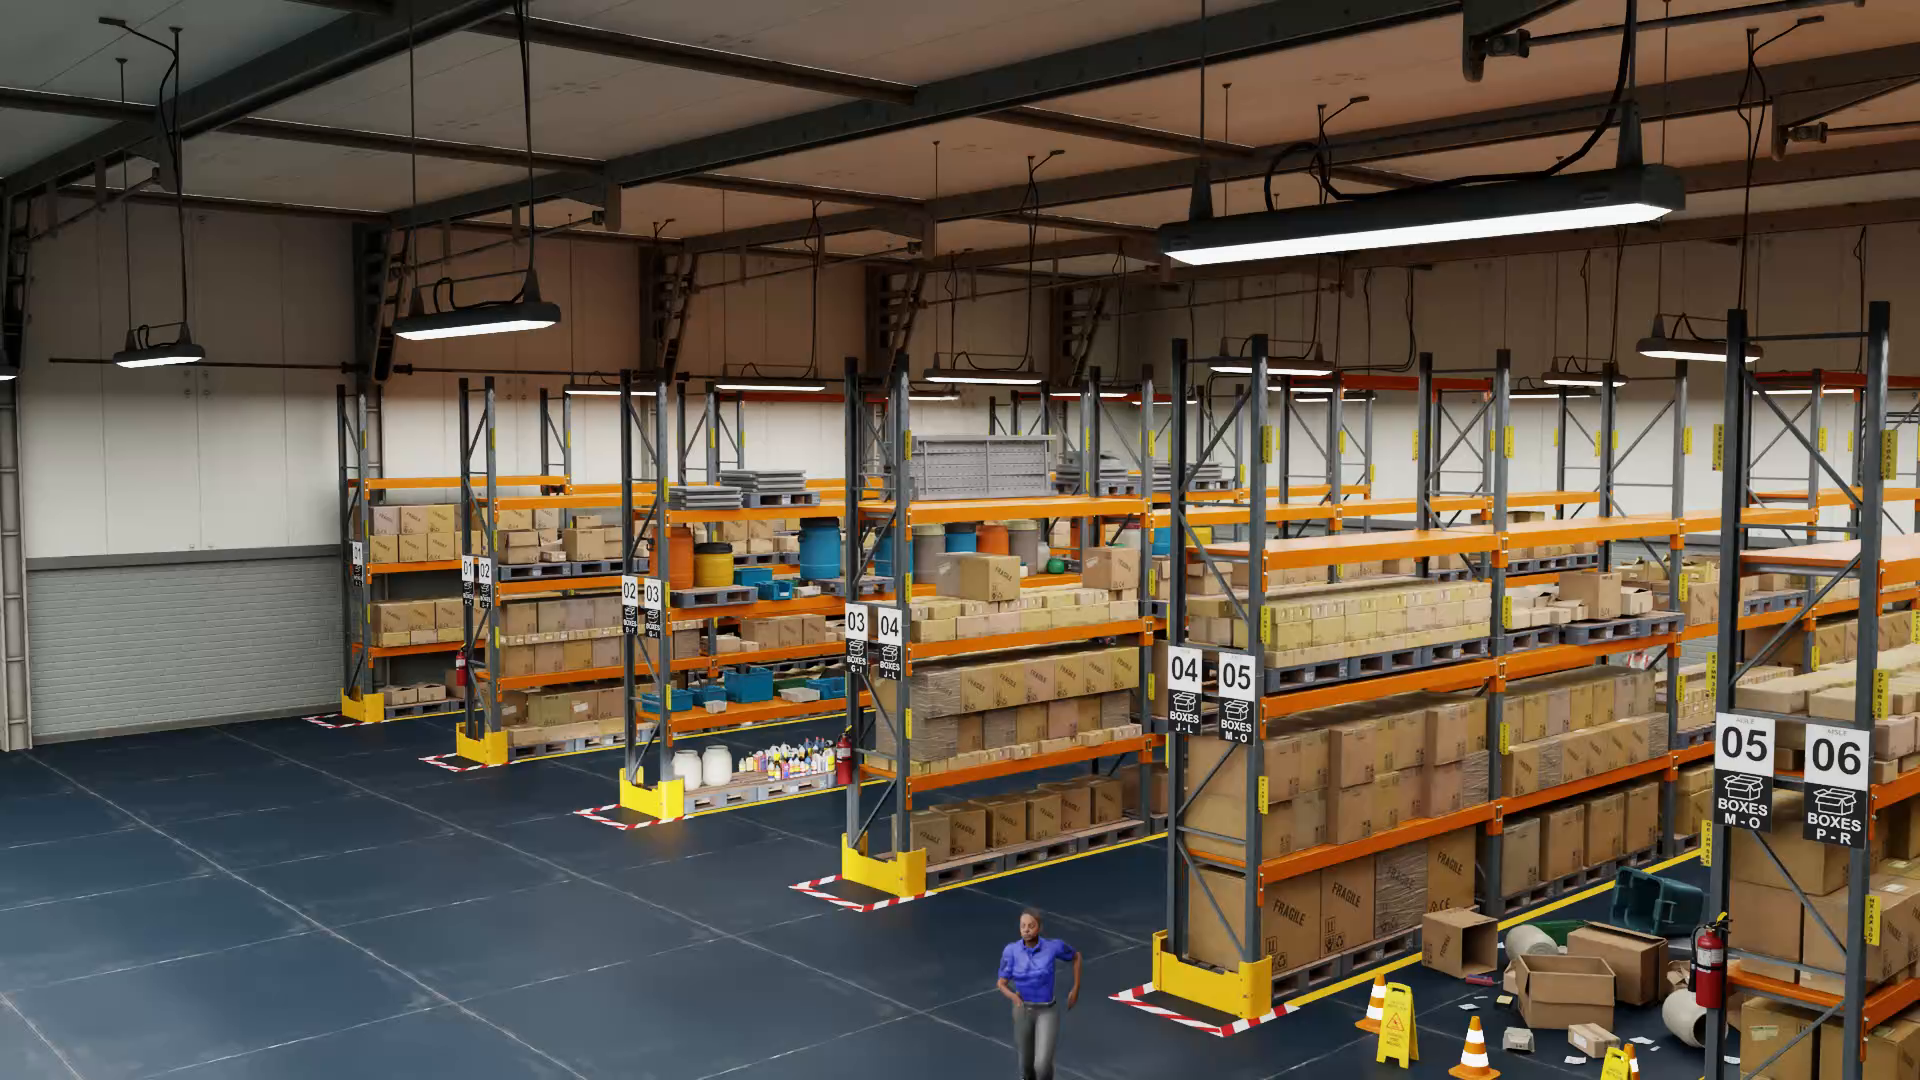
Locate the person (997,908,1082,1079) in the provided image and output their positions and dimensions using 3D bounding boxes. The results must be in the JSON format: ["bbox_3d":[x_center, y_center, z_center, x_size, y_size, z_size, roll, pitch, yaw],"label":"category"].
[{"bbox_3d":[0.579,3.529,12.307,0.585,1.637,0.841,1,4,14],"label":"person"}]

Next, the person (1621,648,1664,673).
[{"bbox_3d":[11.041,2.519,27.099,0.639,1.835,0.638,4,5,45],"label":"person"}]

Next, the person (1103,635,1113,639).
[{"bbox_3d":[2.966,1.916,32.672,0.635,1.837,0.745,4,5,44],"label":"person"}]
